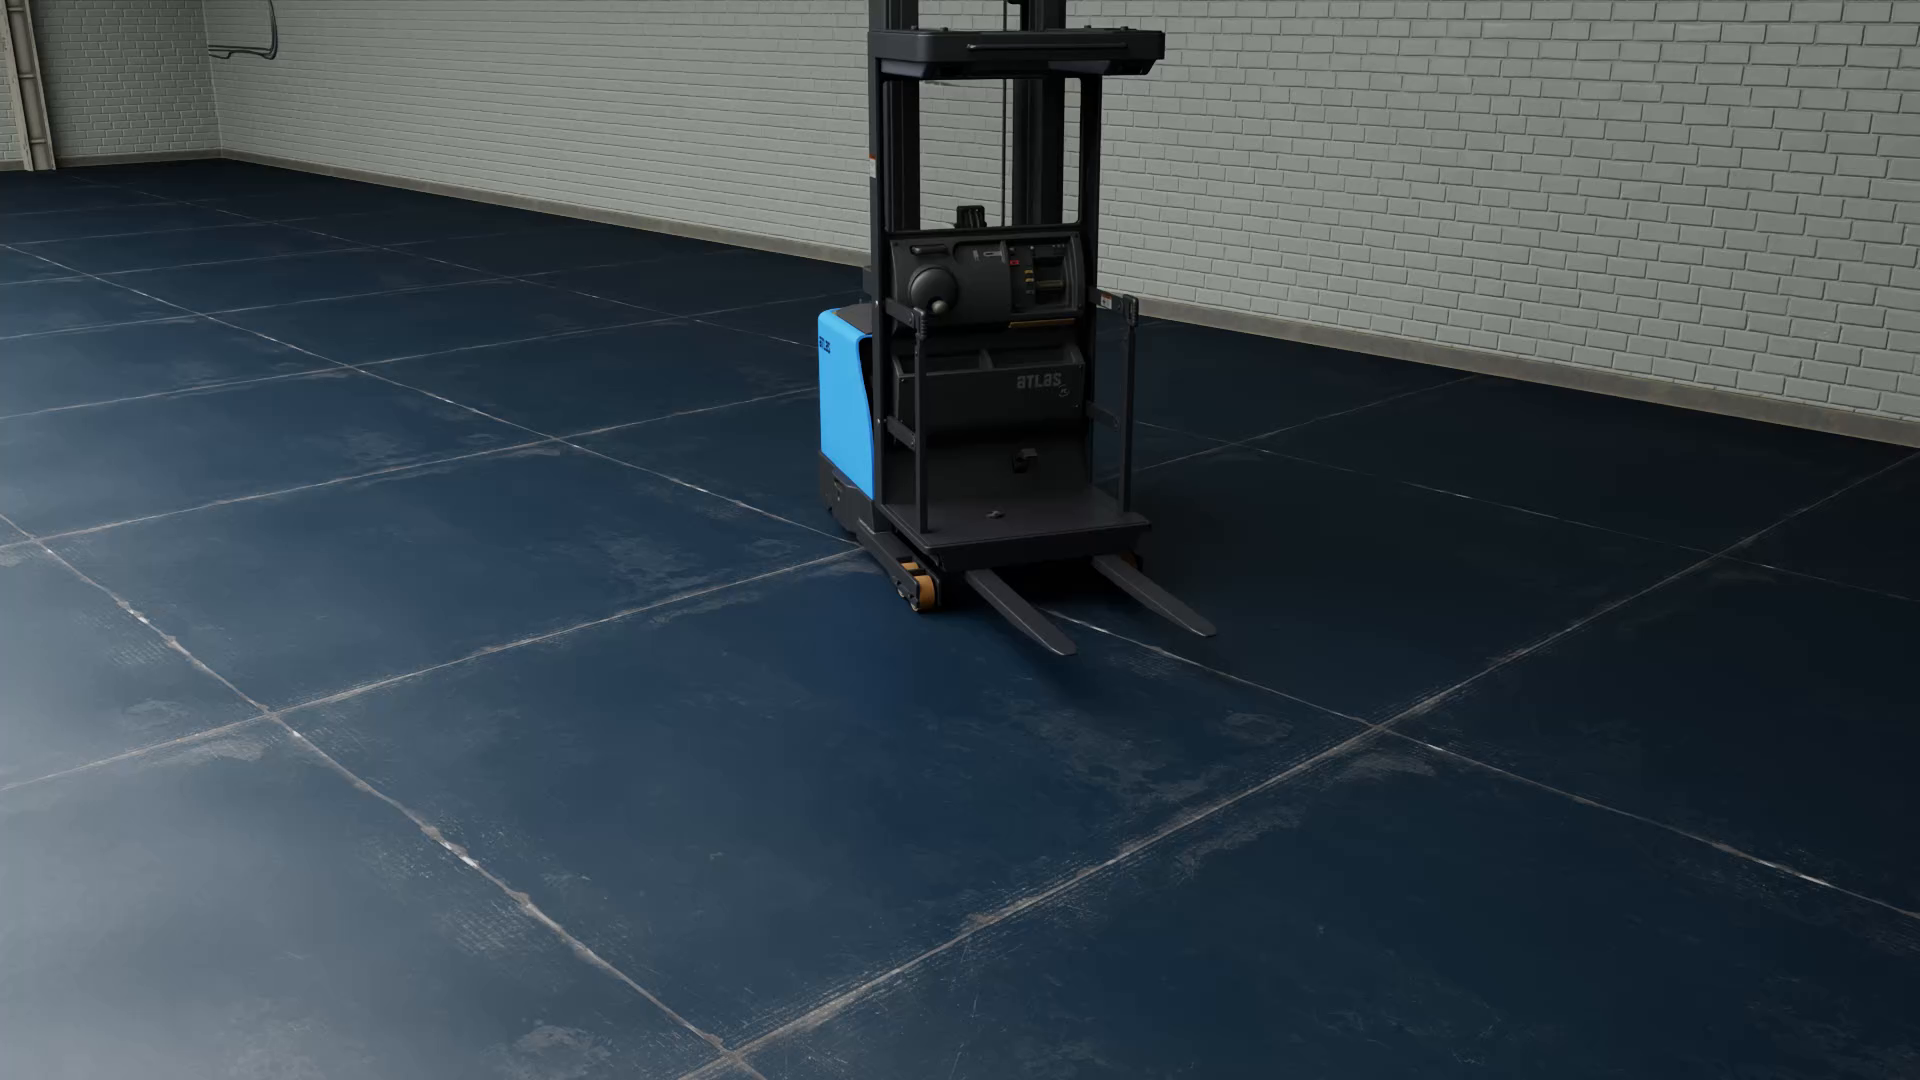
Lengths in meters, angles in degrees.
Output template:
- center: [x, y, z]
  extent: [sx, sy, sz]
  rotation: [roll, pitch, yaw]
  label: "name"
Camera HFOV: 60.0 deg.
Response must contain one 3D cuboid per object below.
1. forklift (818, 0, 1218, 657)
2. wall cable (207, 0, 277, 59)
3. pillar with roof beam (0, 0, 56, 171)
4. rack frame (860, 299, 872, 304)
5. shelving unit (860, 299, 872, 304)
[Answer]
- center: [0.207, -1.213, 7.474]
  extent: [1.130, 2.935, 3.031]
  rotation: [-6, 19, -18]
  label: "forklift"
- center: [-11.960, -9.180, 27.242]
  extent: [0.112, 2.526, 3.097]
  rotation: [-16, 24, -41]
  label: "wall cable"
- center: [-12.051, -9.364, 22.776]
  extent: [0.400, 9.000, 9.100]
  rotation: [-16, 24, -41]
  label: "pillar with roof beam"
- center: [-0.500, -0.802, 9.226]
  extent: [0.008, 1.050, 0.200]
  rotation: [-6, 13, -19]
  label: "rack frame"
- center: [-0.386, -0.815, 9.267]
  extent: [0.252, 1.050, 0.215]
  rotation: [-6, 13, -19]
  label: "shelving unit"
